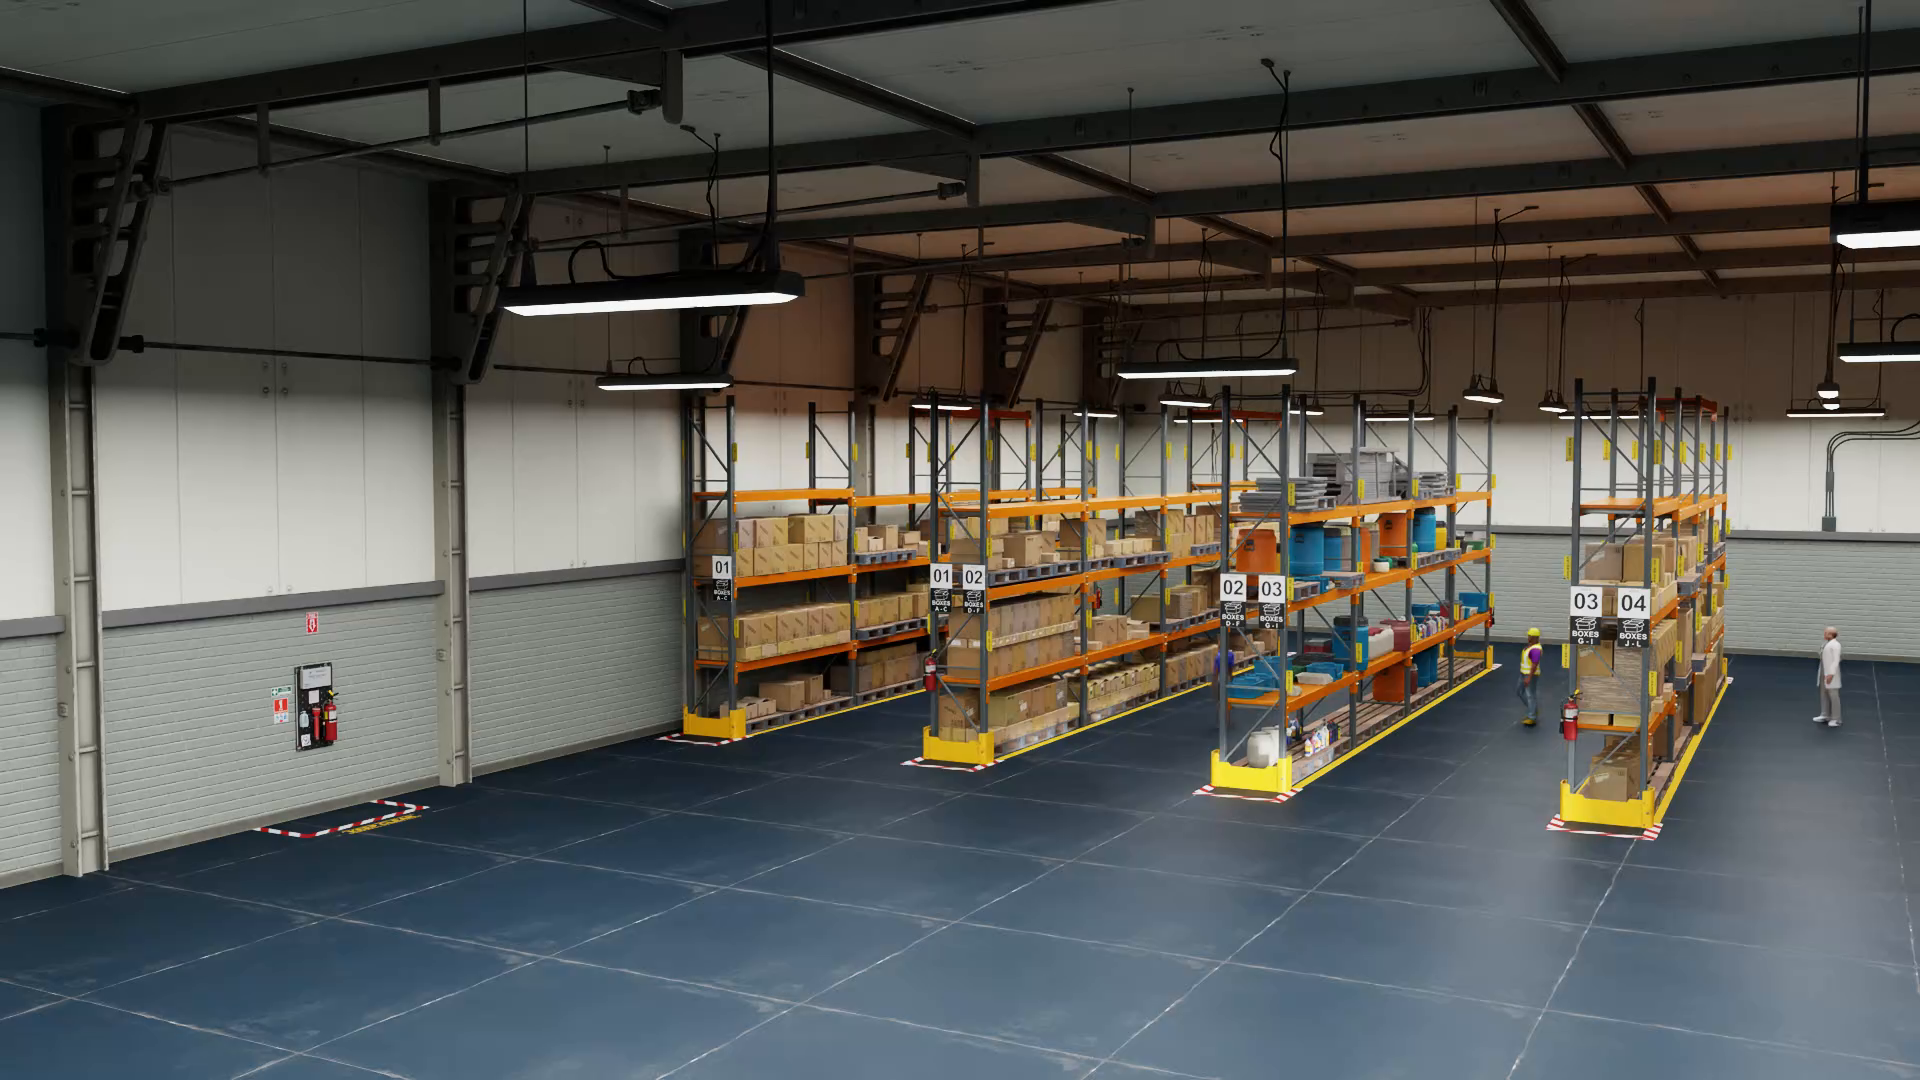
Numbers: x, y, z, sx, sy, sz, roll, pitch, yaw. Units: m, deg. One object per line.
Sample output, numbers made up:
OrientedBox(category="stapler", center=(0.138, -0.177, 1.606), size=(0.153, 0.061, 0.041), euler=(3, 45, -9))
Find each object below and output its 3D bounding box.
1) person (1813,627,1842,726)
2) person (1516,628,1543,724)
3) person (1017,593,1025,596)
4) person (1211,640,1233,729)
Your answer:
OrientedBox(category="person", center=(16.047, 2.516, 30.702), size=(0.413, 1.823, 0.590), euler=(0, 3, -7))
OrientedBox(category="person", center=(10.534, 2.501, 30.739), size=(0.442, 1.768, 0.675), euler=(0, 3, 0))
OrientedBox(category="person", center=(1.279, 2.006, 36.318), size=(0.401, 1.720, 0.574), euler=(0, 3, 1))
OrientedBox(category="person", center=(4.722, 2.591, 30.363), size=(0.457, 1.655, 0.566), euler=(-2, 3, -28))
